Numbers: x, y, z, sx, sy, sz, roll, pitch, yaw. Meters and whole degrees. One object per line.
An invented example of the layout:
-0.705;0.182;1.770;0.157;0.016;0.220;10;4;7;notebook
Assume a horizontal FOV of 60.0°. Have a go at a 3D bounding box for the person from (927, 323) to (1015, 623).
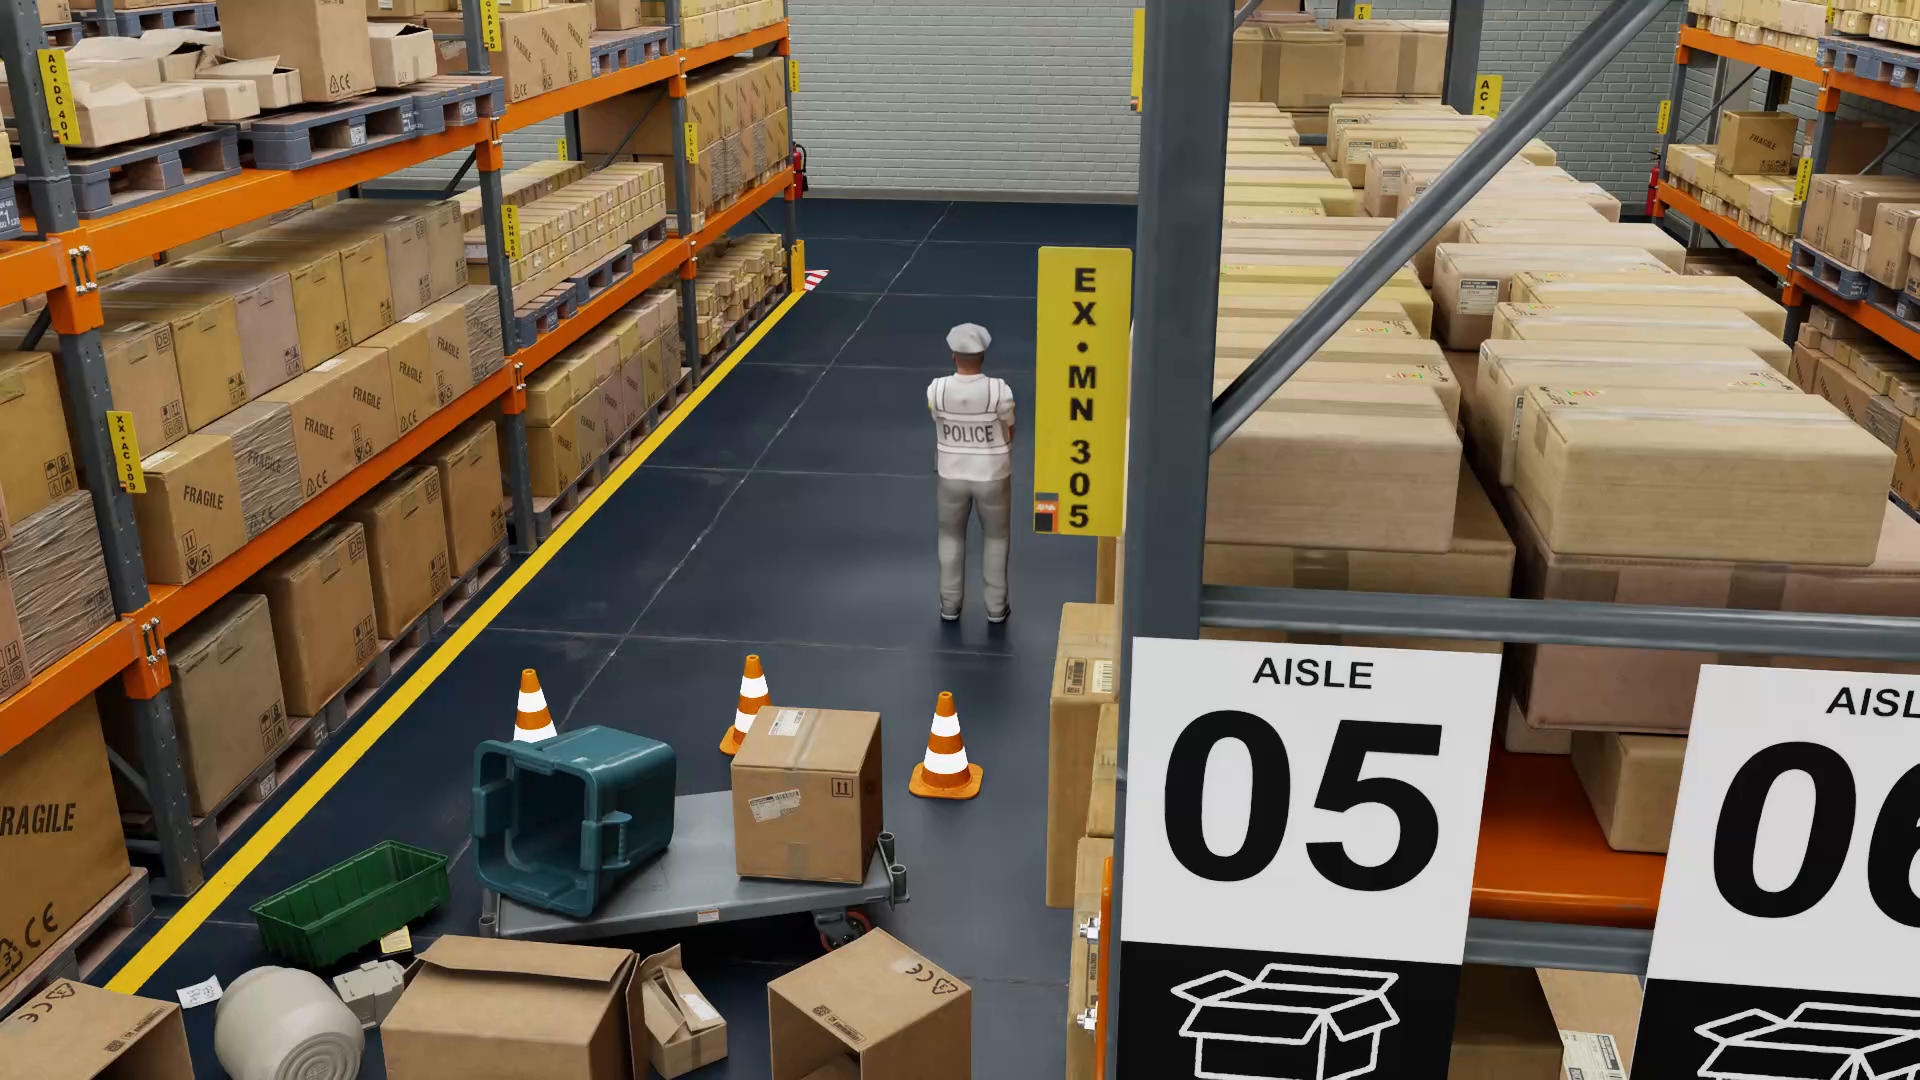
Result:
0.077;-0.404;9.609;0.494;1.761;0.569;3;21;7;person
